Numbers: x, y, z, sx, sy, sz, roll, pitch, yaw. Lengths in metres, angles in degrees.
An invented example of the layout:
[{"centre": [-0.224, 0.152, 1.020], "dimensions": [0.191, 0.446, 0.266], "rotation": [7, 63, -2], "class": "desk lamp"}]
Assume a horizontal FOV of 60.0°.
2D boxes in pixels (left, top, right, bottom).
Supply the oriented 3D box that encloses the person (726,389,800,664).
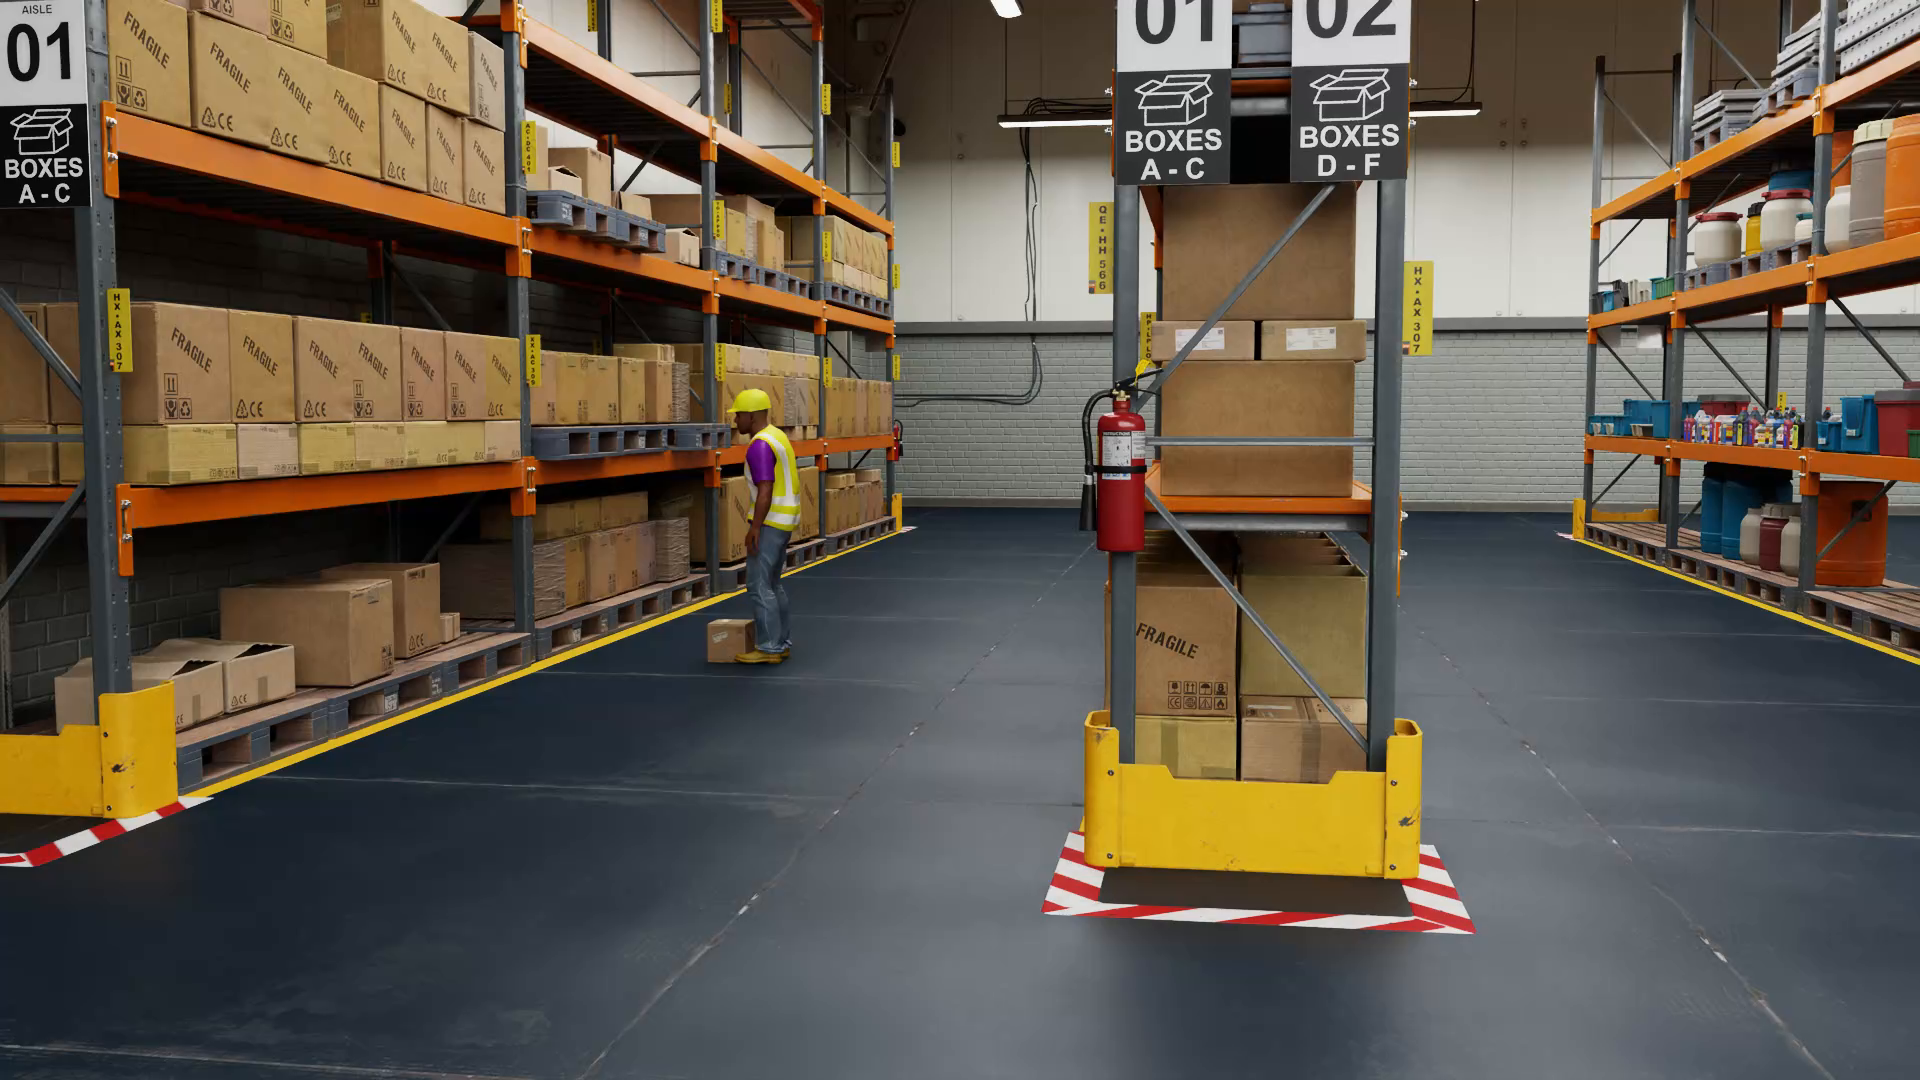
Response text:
[{"centre": [-1.266, -0.092, 10.725], "dimensions": [0.461, 1.759, 0.634], "rotation": [0, 4, 5], "class": "person"}]
